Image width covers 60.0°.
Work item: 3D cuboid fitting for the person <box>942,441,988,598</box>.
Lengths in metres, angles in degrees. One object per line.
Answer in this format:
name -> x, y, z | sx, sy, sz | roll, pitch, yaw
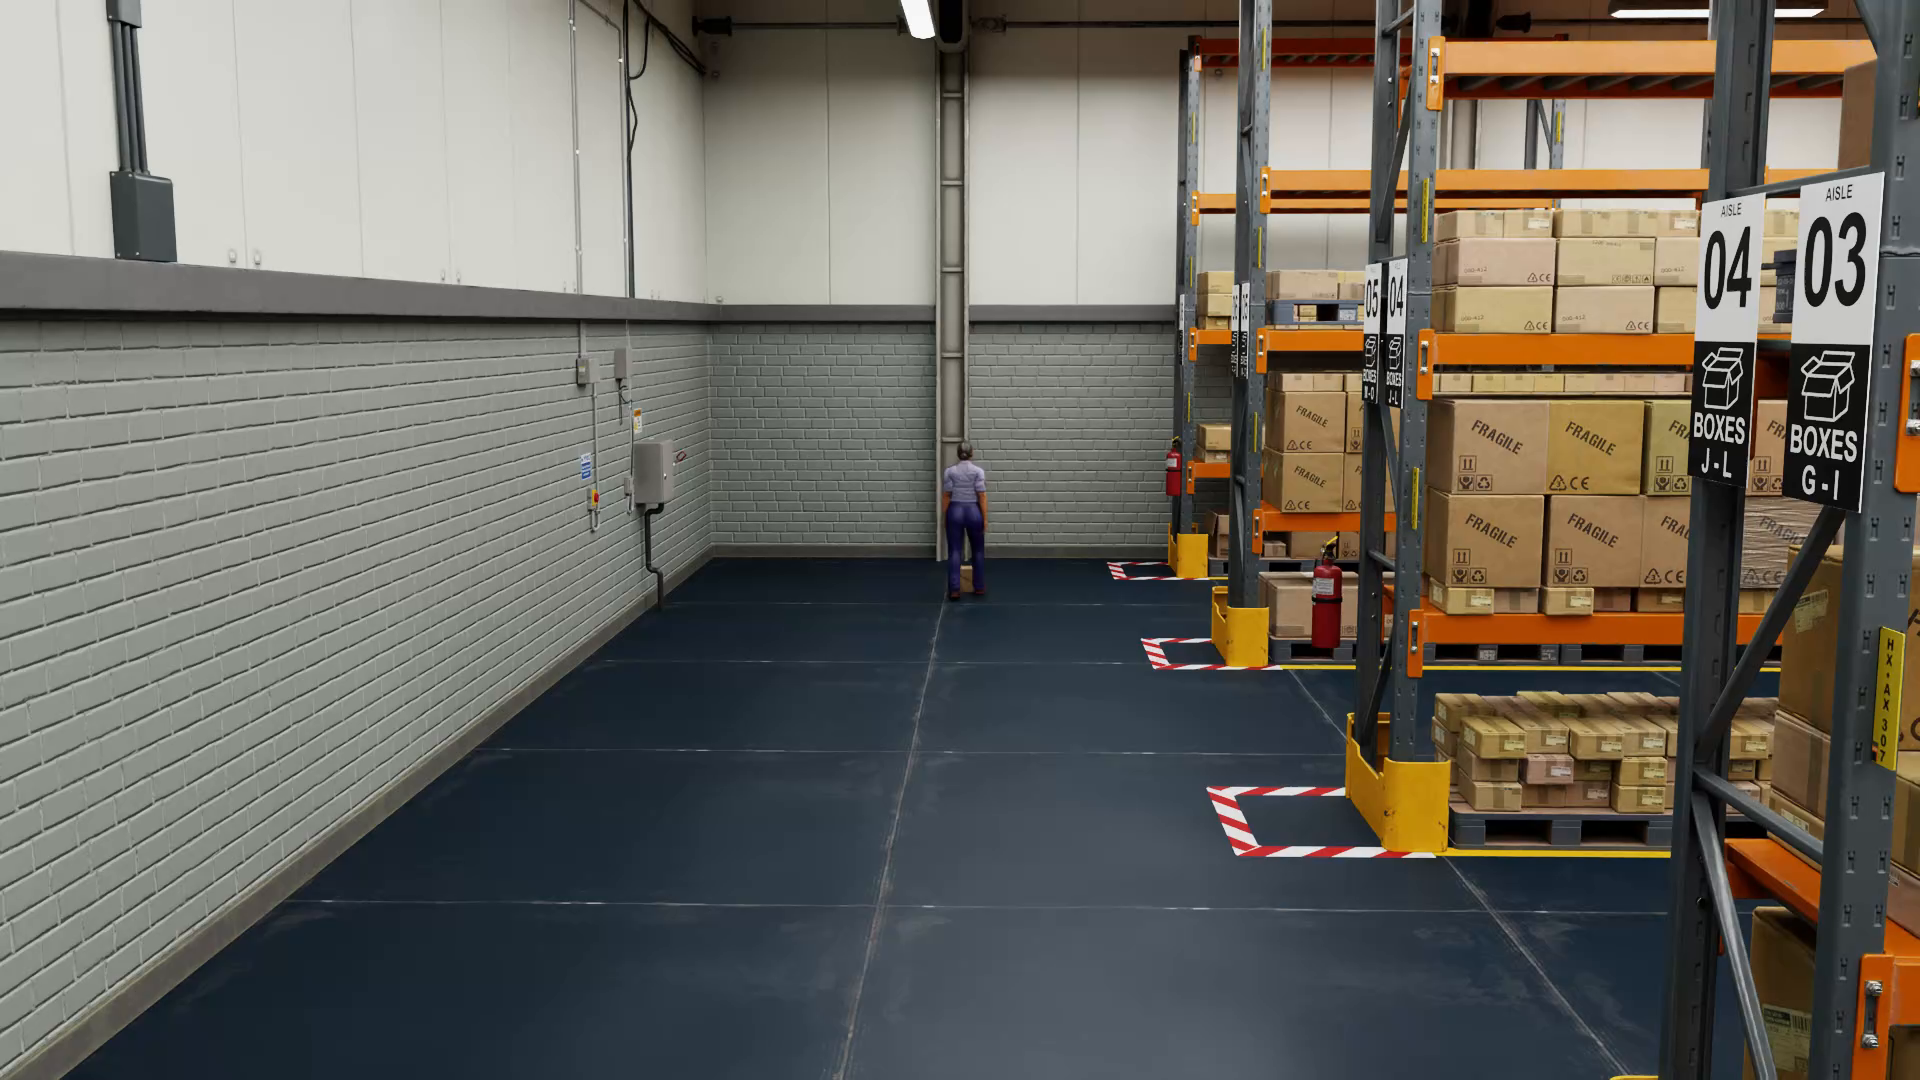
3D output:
person -> 0.057, -0.226, 17.522 | 0.483, 1.644, 0.655 | 1, 7, 5
